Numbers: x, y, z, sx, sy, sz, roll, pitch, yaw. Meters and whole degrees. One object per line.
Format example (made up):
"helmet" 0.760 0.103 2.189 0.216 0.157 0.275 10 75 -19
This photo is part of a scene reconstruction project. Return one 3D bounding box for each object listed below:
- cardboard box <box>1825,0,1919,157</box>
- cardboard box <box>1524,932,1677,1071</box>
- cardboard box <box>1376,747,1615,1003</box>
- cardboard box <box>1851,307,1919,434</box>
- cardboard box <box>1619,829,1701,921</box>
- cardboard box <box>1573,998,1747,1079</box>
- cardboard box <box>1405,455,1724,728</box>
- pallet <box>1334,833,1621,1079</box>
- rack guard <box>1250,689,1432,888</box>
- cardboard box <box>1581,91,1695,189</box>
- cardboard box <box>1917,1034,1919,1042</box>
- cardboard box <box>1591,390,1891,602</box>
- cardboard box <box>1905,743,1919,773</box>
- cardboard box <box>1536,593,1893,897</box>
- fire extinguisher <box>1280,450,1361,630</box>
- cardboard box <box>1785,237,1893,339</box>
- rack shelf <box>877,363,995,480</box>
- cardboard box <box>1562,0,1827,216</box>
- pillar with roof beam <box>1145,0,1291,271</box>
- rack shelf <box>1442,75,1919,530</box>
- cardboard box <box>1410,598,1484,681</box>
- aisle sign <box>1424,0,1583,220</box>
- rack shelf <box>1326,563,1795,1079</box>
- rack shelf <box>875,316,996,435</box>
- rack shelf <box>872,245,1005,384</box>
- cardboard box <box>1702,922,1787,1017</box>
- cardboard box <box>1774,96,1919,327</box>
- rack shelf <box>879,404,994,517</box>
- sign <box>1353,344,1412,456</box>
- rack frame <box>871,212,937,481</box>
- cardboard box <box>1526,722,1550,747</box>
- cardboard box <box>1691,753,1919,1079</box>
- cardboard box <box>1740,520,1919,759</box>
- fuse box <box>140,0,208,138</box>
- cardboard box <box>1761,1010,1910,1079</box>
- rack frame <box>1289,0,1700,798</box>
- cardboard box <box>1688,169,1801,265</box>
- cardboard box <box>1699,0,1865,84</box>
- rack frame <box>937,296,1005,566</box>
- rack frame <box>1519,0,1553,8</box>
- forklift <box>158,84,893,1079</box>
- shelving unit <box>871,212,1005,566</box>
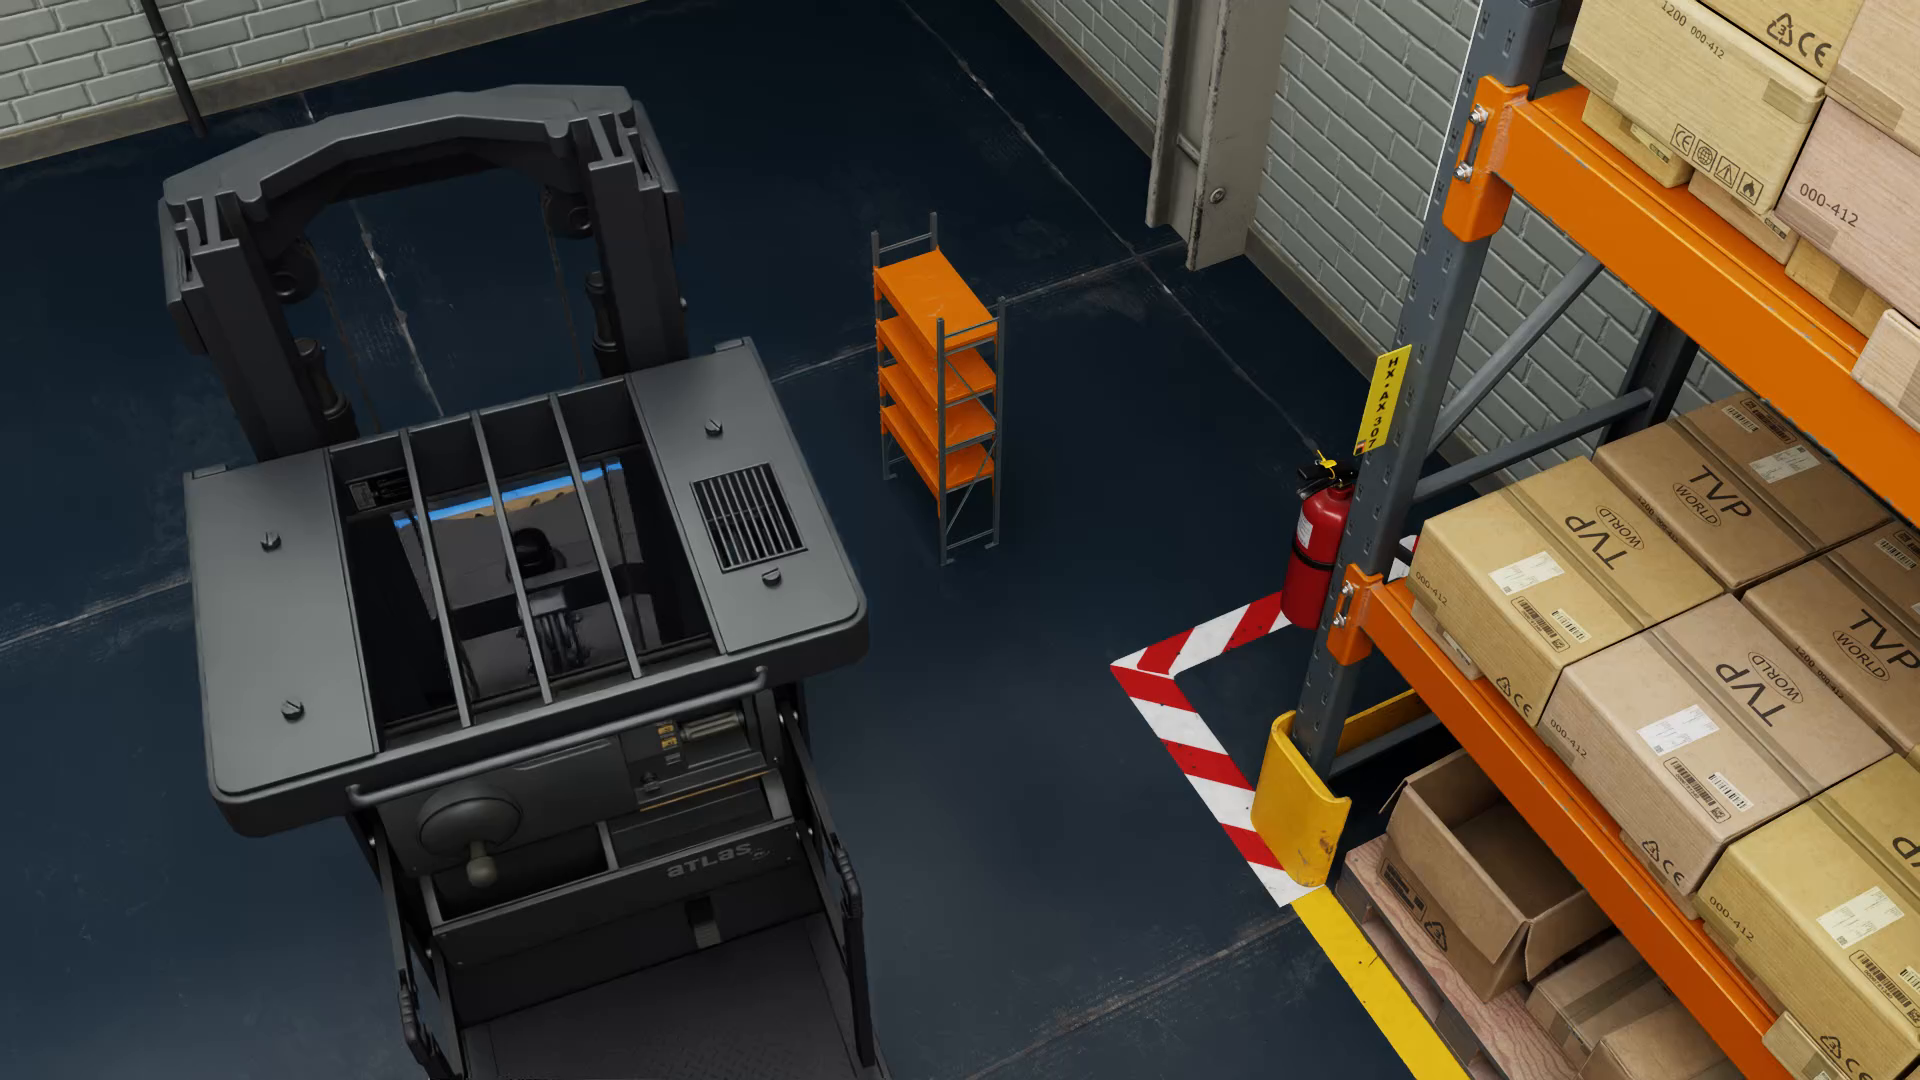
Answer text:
"cardboard box" 1.688 -0.703 2.449 0.500 0.250 0.500 -22 52 -18
"cardboard box" 1.848 1.307 4.729 0.380 0.149 0.250 -23 53 -19
"cardboard box" 1.688 0.893 4.856 0.797 0.503 0.637 -23 53 -19
"cardboard box" 1.700 -0.298 2.692 0.380 0.149 0.250 -20 52 -17
"cardboard box" 1.769 0.673 3.836 0.380 0.149 0.250 -20 52 -16
"cardboard box" 2.045 1.479 4.345 0.700 0.500 0.500 -19 52 -16
"cardboard box" 1.461 0.115 4.059 0.500 0.250 0.500 -21 52 -17
"pallet" 1.893 1.269 5.000 1.003 0.211 1.213 -21 52 -18
"rack guard" 1.527 0.641 5.357 1.175 0.500 0.348 -21 52 -18
"cardboard box" 1.432 -0.844 3.170 0.380 0.149 0.250 -20 52 -17
"cardboard box" 2.147 0.872 2.899 0.500 0.500 0.500 -20 52 -17
"cardboard box" 1.939 -0.065 4.216 0.500 0.250 0.500 -20 52 -16
"cardboard box" 2.396 0.613 3.623 0.500 0.250 0.500 -20 52 -16
"cardboard box" 1.692 0.452 3.764 0.500 0.250 0.500 -21 52 -17
"fire extinguisher" 1.014 -0.024 4.577 0.296 0.674 0.183 -21 52 -18
"cardboard box" 1.677 -0.500 2.869 0.380 0.149 0.250 -21 52 -17
"rack shelf" -0.076 -0.462 5.946 0.258 0.148 0.480 -21 52 -18
"cardboard box" 1.453 -0.878 2.934 0.500 0.250 0.500 -22 52 -18
"pillar with roof beam" -2.768 -2.840 2.756 9.100 9.000 0.400 -21 52 -18
"rack shelf" 2.408 0.355 2.432 1.077 0.370 4.000 -21 52 -18
"cardboard box" 1.399 0.164 4.281 0.380 0.149 0.250 -22 52 -18
"aisle sign" 1.200 -1.033 3.434 0.394 0.787 0.004 -21 52 -18
"rack shelf" 2.408 1.342 3.561 1.077 0.370 4.000 -21 52 -18
"rack shelf" -0.076 -0.609 5.778 0.258 0.148 0.480 -21 52 -18
"rack shelf" -0.076 -0.764 5.599 0.258 0.148 0.480 -21 52 -18
"cardboard box" 1.895 0.848 3.682 0.380 0.149 0.250 -20 52 -17
"cardboard box" 1.704 -0.545 2.643 0.500 0.250 0.500 -20 52 -17
"rack shelf" -0.076 -0.331 6.095 0.258 0.148 0.480 -21 52 -18
"sign" 1.010 -0.331 3.972 0.100 0.325 0.005 -21 52 -18
"rack frame" -0.187 -0.669 6.038 0.240 1.200 0.015 -21 52 -18
"cardboard box" 1.557 0.318 4.146 0.380 0.149 0.250 -20 52 -17
"cardboard box" 1.926 0.790 3.468 0.500 0.250 0.500 -22 52 -18
"cardboard box" 2.174 0.280 3.914 0.500 0.250 0.500 -21 52 -17
"fuse box" -3.586 -2.488 7.290 0.539 1.711 0.414 -21 52 -18
"cardboard box" 1.944 1.043 3.511 0.380 0.149 0.250 -23 53 -19
"rack frame" 1.493 -0.233 4.461 1.000 3.000 0.127 -21 52 -18
"cardboard box" 1.575 -0.678 3.024 0.380 0.149 0.250 -20 52 -17
"cardboard box" 1.472 -1.050 2.753 0.500 0.250 0.500 -22 52 -18
"rack frame" 0.036 -0.342 5.752 0.240 1.200 0.015 -21 52 -18
"rack frame" 1.493 -2.208 2.203 1.000 3.000 0.127 -21 52 -18
"forklift" -0.813 0.627 3.754 1.130 2.935 3.031 -16 51 -13
"shelving unit" -0.076 -0.506 5.895 0.258 1.200 0.503 -21 52 -18
